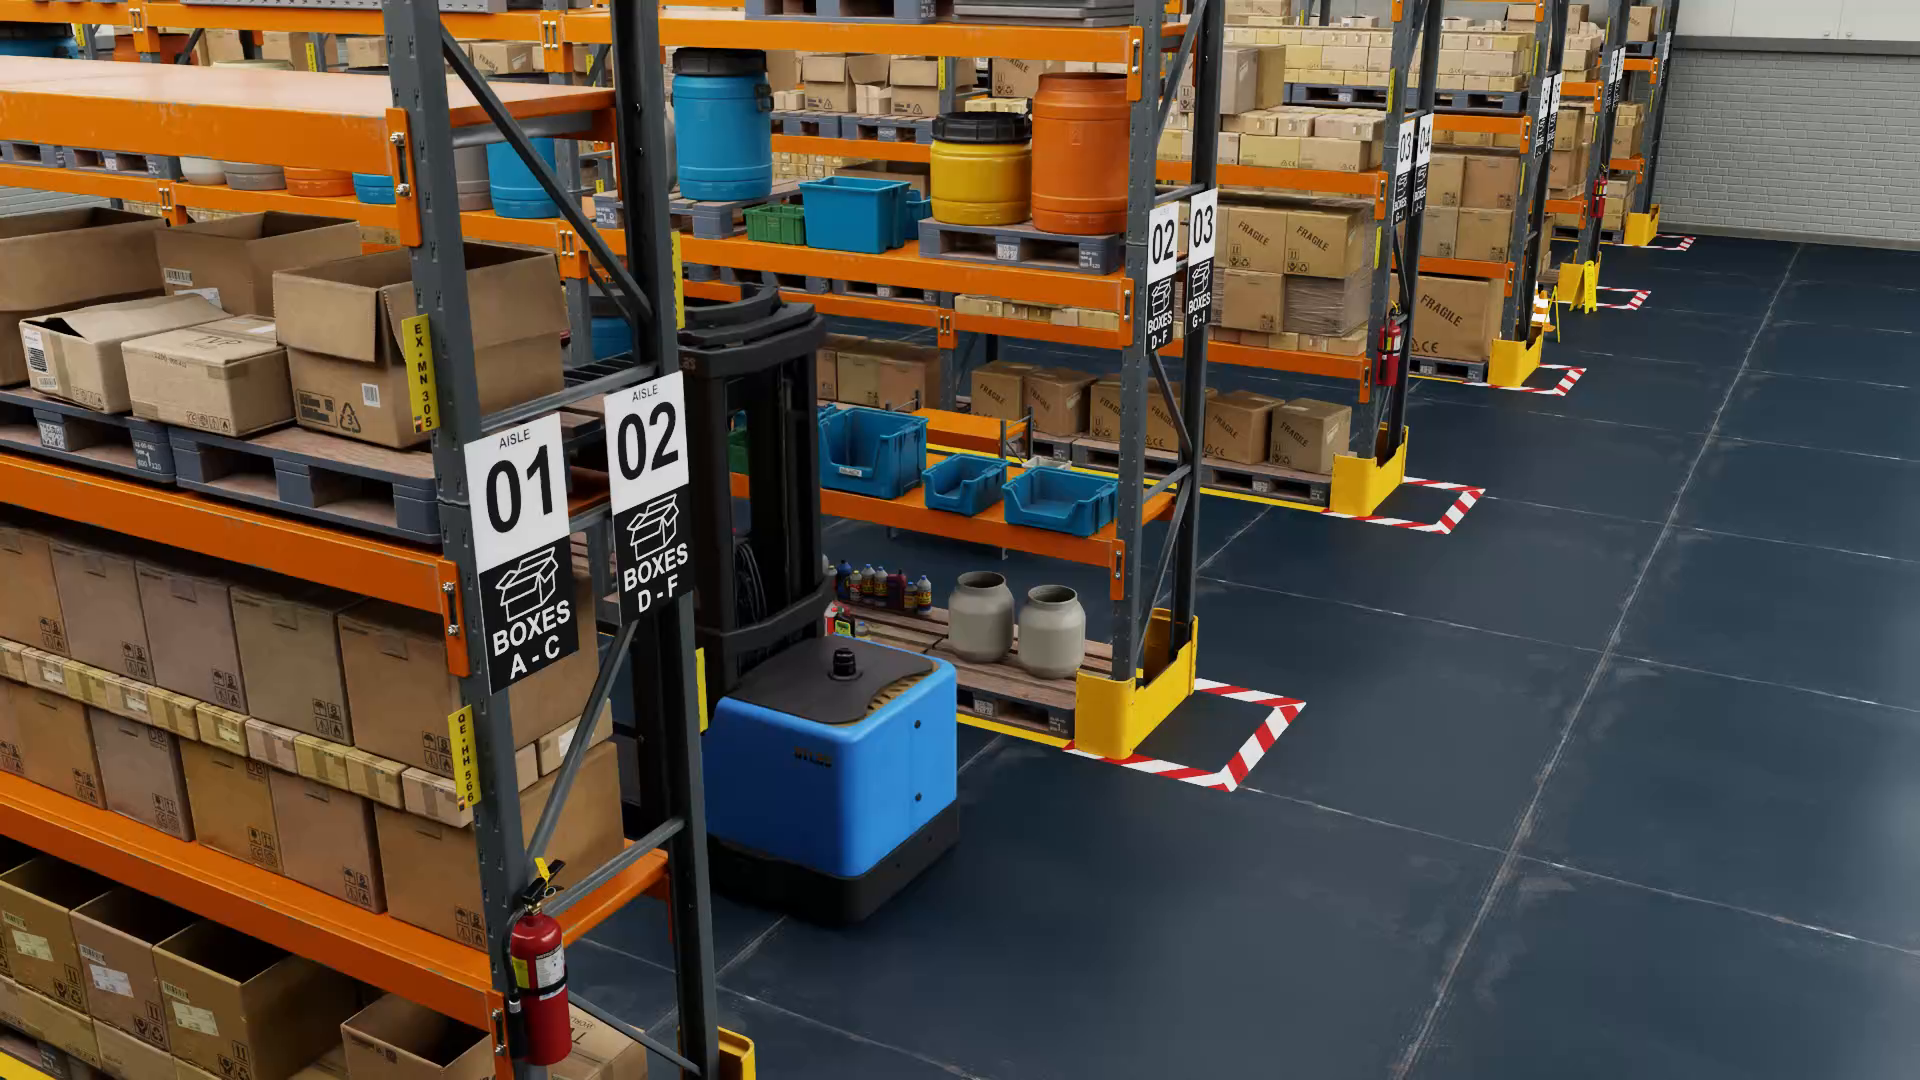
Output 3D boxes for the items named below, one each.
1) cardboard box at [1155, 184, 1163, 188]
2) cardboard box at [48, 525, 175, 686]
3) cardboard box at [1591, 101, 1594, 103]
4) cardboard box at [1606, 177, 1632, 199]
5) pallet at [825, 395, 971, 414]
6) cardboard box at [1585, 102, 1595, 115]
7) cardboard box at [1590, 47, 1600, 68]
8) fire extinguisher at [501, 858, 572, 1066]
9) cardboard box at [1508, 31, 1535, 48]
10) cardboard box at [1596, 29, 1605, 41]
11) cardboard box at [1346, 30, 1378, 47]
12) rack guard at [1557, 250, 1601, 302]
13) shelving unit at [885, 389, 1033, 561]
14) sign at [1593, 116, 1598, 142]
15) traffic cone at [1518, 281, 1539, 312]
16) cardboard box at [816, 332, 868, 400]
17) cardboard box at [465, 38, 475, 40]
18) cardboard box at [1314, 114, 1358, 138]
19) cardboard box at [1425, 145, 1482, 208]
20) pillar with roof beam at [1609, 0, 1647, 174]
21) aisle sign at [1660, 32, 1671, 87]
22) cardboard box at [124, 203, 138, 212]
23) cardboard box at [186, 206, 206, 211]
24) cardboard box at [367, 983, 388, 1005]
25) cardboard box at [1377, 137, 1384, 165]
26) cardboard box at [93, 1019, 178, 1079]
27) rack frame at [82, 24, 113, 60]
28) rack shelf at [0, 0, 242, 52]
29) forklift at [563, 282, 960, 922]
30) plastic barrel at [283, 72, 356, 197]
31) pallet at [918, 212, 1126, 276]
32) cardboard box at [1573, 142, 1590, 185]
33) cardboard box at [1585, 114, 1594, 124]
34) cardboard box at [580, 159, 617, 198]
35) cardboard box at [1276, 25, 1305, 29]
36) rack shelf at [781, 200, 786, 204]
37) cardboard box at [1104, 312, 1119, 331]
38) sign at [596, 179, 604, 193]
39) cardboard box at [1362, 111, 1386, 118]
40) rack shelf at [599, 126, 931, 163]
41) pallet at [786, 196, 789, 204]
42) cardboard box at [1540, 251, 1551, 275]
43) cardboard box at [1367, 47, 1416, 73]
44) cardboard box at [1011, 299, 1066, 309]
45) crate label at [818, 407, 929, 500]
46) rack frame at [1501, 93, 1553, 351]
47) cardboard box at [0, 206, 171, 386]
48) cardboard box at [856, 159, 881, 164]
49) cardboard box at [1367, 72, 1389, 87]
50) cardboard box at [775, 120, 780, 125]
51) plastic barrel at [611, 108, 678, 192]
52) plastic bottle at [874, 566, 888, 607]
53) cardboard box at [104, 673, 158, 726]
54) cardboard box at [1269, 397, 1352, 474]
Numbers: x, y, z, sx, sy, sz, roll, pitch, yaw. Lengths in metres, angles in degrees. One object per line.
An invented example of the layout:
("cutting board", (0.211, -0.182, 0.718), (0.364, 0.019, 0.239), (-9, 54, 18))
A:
("cardboard box", (1.509, -2.948, 15.043), (0.500, 0.500, 0.500), (11, 23, 27))
("cardboard box", (-3.021, 0.164, 6.465), (0.500, 0.500, 0.700), (11, 23, 27))
("cardboard box", (10.213, -6.918, 26.503), (0.250, 0.149, 0.380), (11, 23, 28))
("cardboard box", (10.297, -5.572, 26.277), (0.500, 0.250, 0.500), (12, 23, 29))
("pallet", (-0.572, -1.268, 16.551), (1.213, 0.211, 1.003), (11, 23, 27))
("cardboard box", (9.964, -6.769, 26.093), (0.250, 0.149, 0.380), (11, 23, 28))
("cardboard box", (8.125, -6.377, 21.932), (0.500, 0.250, 0.500), (10, 22, 26))
("fire extinguisher", (-1.357, 1.358, 5.336), (0.183, 0.674, 0.296), (11, 23, 27))
("cardboard box", (5.972, -5.306, 17.631), (0.250, 0.149, 0.380), (11, 23, 28))
("cardboard box", (9.980, -7.797, 25.668), (0.250, 0.149, 0.380), (10, 22, 26))
("cardboard box", (4.317, -5.364, 17.792), (0.250, 0.149, 0.380), (11, 23, 28))
("rack guard", (8.368, -3.572, 22.480), (0.348, 0.500, 1.175), (11, 23, 27))
("shelving unit", (-0.006, -0.530, 13.176), (1.048, 1.125, 0.538), (11, 23, 27))
("sign", (8.146, -5.266, 21.322), (0.005, 0.325, 0.100), (11, 23, 27))
("traffic cone", (7.429, -3.230, 21.590), (0.334, 0.463, 0.336), (11, 23, 27))
("cardboard box", (-1.313, -1.768, 16.861), (0.500, 0.500, 0.700), (9, 22, 23))
("cardboard box", (-6.712, -7.155, 23.780), (0.500, 0.250, 0.500), (11, 23, 28))
("cardboard box", (3.036, -3.343, 13.419), (0.250, 0.149, 0.380), (10, 22, 26))
("cardboard box", (5.278, -3.960, 18.079), (0.550, 0.550, 0.875), (11, 23, 27))
("pillar with roof beam", (8.584, -8.136, 22.598), (0.400, 9.000, 9.100), (11, 23, 27))
("aisle sign", (10.765, -7.337, 25.380), (0.004, 0.787, 0.394), (11, 23, 27))
("cardboard box", (-10.218, -4.170, 20.831), (0.250, 0.149, 0.380), (11, 23, 28))
("cardboard box", (-9.186, -4.186, 20.289), (0.500, 0.250, 0.500), (10, 22, 26))
("cardboard box", (-2.031, 1.668, 6.683), (0.500, 0.500, 0.500), (11, 23, 27))
("cardboard box", (3.306, -3.281, 13.833), (0.500, 0.250, 0.500), (12, 23, 29))
("cardboard box", (-3.161, 2.012, 6.836), (0.500, 0.250, 0.500), (11, 23, 27))
("rack frame", (-10.367, -7.266, 20.199), (0.127, 3.000, 1.000), (11, 23, 27))
("rack shelf", (-7.545, -4.267, 13.574), (4.000, 0.370, 1.077), (11, 23, 27))
("forklift", (-1.531, 0.135, 8.695), (3.031, 2.935, 1.130), (12, 23, 29))
("plastic barrel", (-4.617, -2.943, 12.050), (0.708, 0.830, 0.600), (11, 23, 27))
("pallet", (0.511, -1.798, 9.802), (1.213, 0.211, 1.003), (11, 23, 27))
("cardboard box", (8.156, -5.083, 22.396), (0.500, 0.500, 0.500), (10, 22, 26))
("cardboard box", (9.978, -6.634, 26.158), (0.250, 0.149, 0.380), (11, 23, 28))
("cardboard box", (-4.014, -3.760, 17.714), (0.637, 0.503, 0.797), (12, 23, 29))
("cardboard box", (3.748, -5.729, 18.799), (0.250, 0.149, 0.380), (11, 23, 28))
("rack shelf", (-2.622, -4.569, 22.618), (4.000, 0.370, 1.077), (11, 23, 27))
("cardboard box", (1.466, -1.961, 14.741), (0.250, 0.149, 0.380), (11, 23, 27))
("sign", (-3.651, -3.494, 16.899), (0.005, 0.325, 0.100), (11, 23, 27))
("cardboard box", (3.473, -3.426, 13.648), (0.250, 0.149, 0.380), (11, 22, 27))
("rack shelf", (-1.637, -3.854, 16.248), (4.000, 0.370, 1.077), (11, 23, 27))
("pallet", (-1.550, -4.571, 21.850), (1.003, 0.211, 1.213), (11, 23, 27))
("cardboard box", (7.865, -3.856, 23.013), (0.500, 0.250, 0.500), (11, 22, 27))
("cardboard box", (4.670, -5.134, 17.741), (0.500, 0.250, 0.500), (11, 22, 27))
("cardboard box", (0.891, -2.450, 15.137), (0.500, 0.500, 0.875), (11, 23, 27))
("crate label", (-0.553, -0.552, 10.437), (0.616, 0.435, 0.502), (11, 23, 27))
("rack frame", (6.108, -3.244, 17.911), (0.127, 3.000, 1.000), (11, 23, 27))
("cardboard box", (-3.349, -0.912, 6.109), (0.637, 0.503, 0.797), (14, 24, 33))
("cardboard box", (-1.200, -4.934, 21.885), (0.250, 0.149, 0.380), (12, 23, 30))
("cardboard box", (4.544, -4.947, 17.810), (0.250, 0.149, 0.380), (11, 23, 28))
("cardboard box", (-1.972, -4.286, 16.602), (0.500, 0.250, 0.500), (12, 23, 29))
("plastic barrel", (-2.027, -2.505, 10.694), (0.421, 0.512, 0.421), (0, 20, 0))
("plastic bottle", (-0.545, 0.314, 11.456), (0.097, 0.271, 0.097), (0, 20, 0))
("cardboard box", (-3.015, 0.548, 6.358), (0.250, 0.149, 0.380), (10, 22, 27))
("cardboard box", (3.064, -0.916, 14.541), (0.500, 0.500, 0.500), (16, 25, 37))
